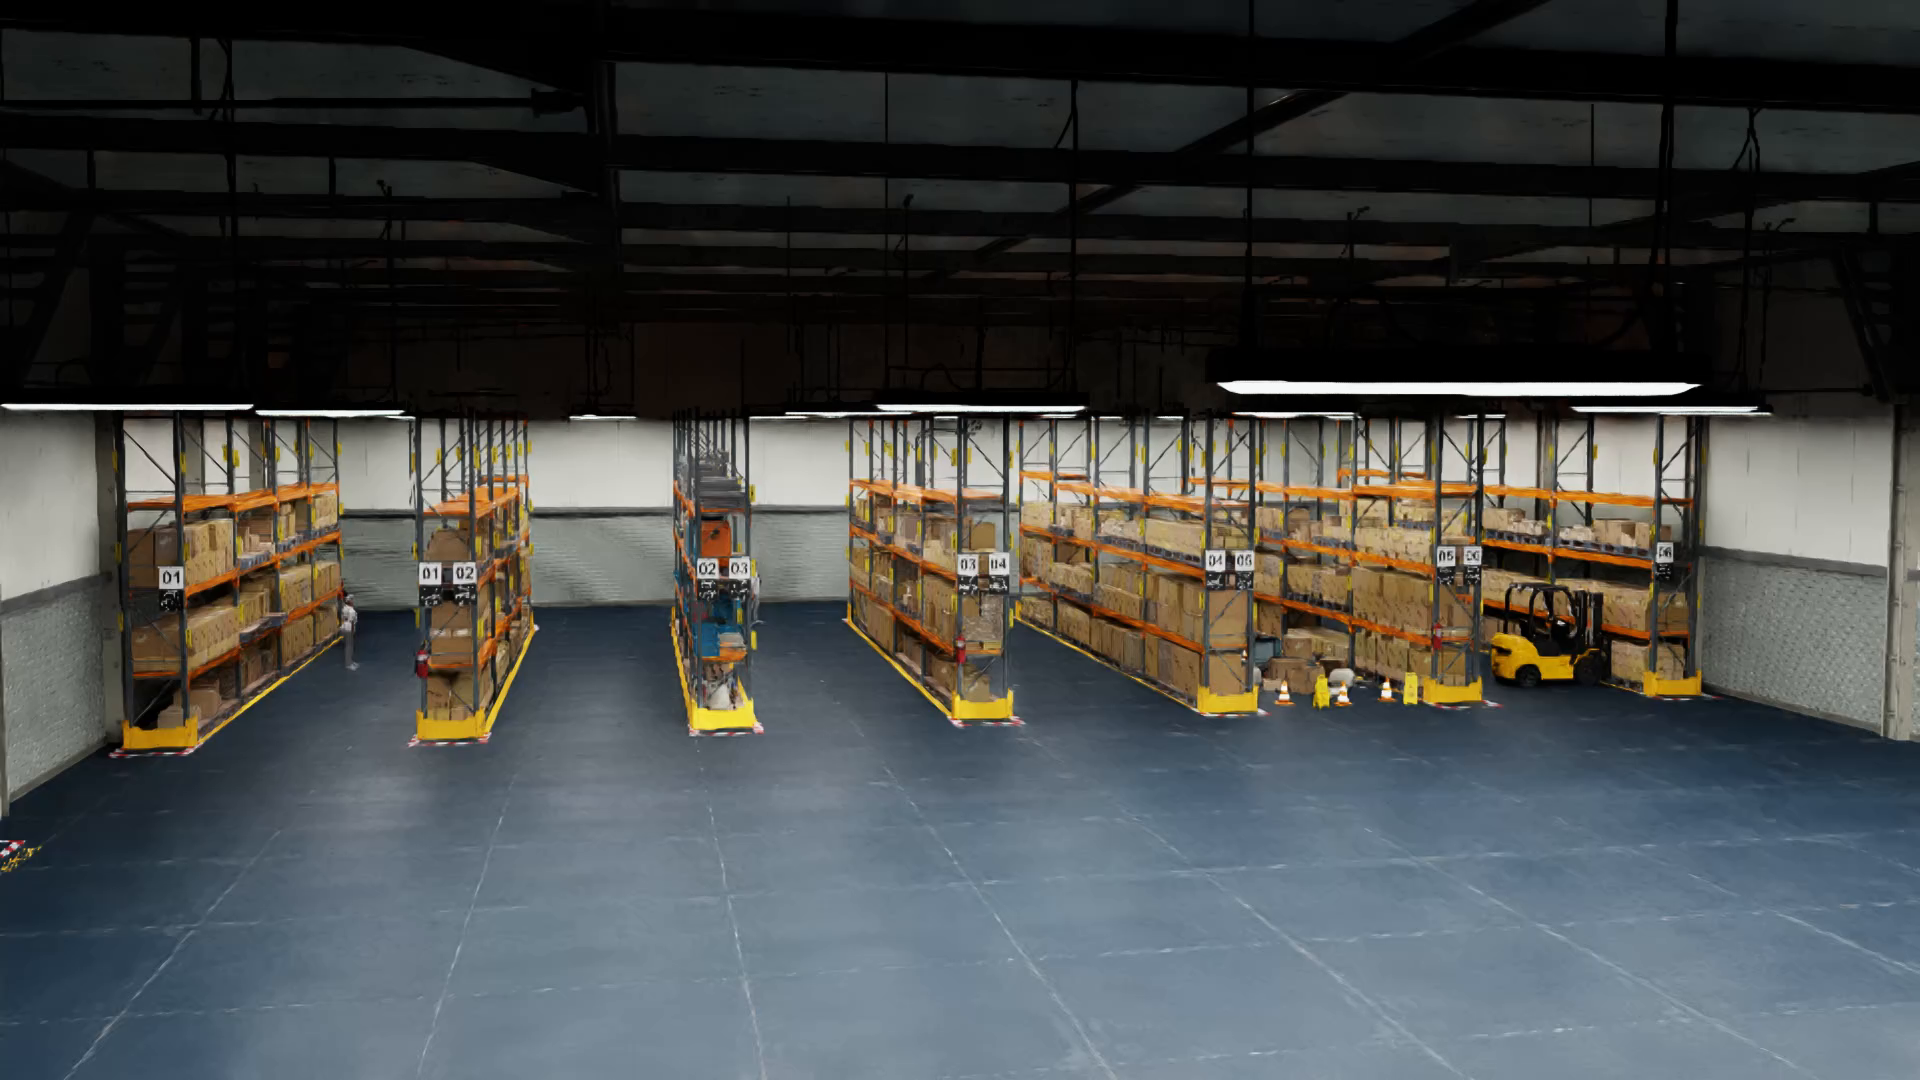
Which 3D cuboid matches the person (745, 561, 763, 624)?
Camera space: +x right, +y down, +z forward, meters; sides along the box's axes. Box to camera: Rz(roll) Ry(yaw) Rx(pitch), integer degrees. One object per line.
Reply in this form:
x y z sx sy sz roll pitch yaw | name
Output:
-5.849 1.486 47.075 0.428 1.760 0.643 0 4 7 | person

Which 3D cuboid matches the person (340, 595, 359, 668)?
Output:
-14.177 2.126 38.683 0.416 1.679 0.507 -4 6 -43 | person
